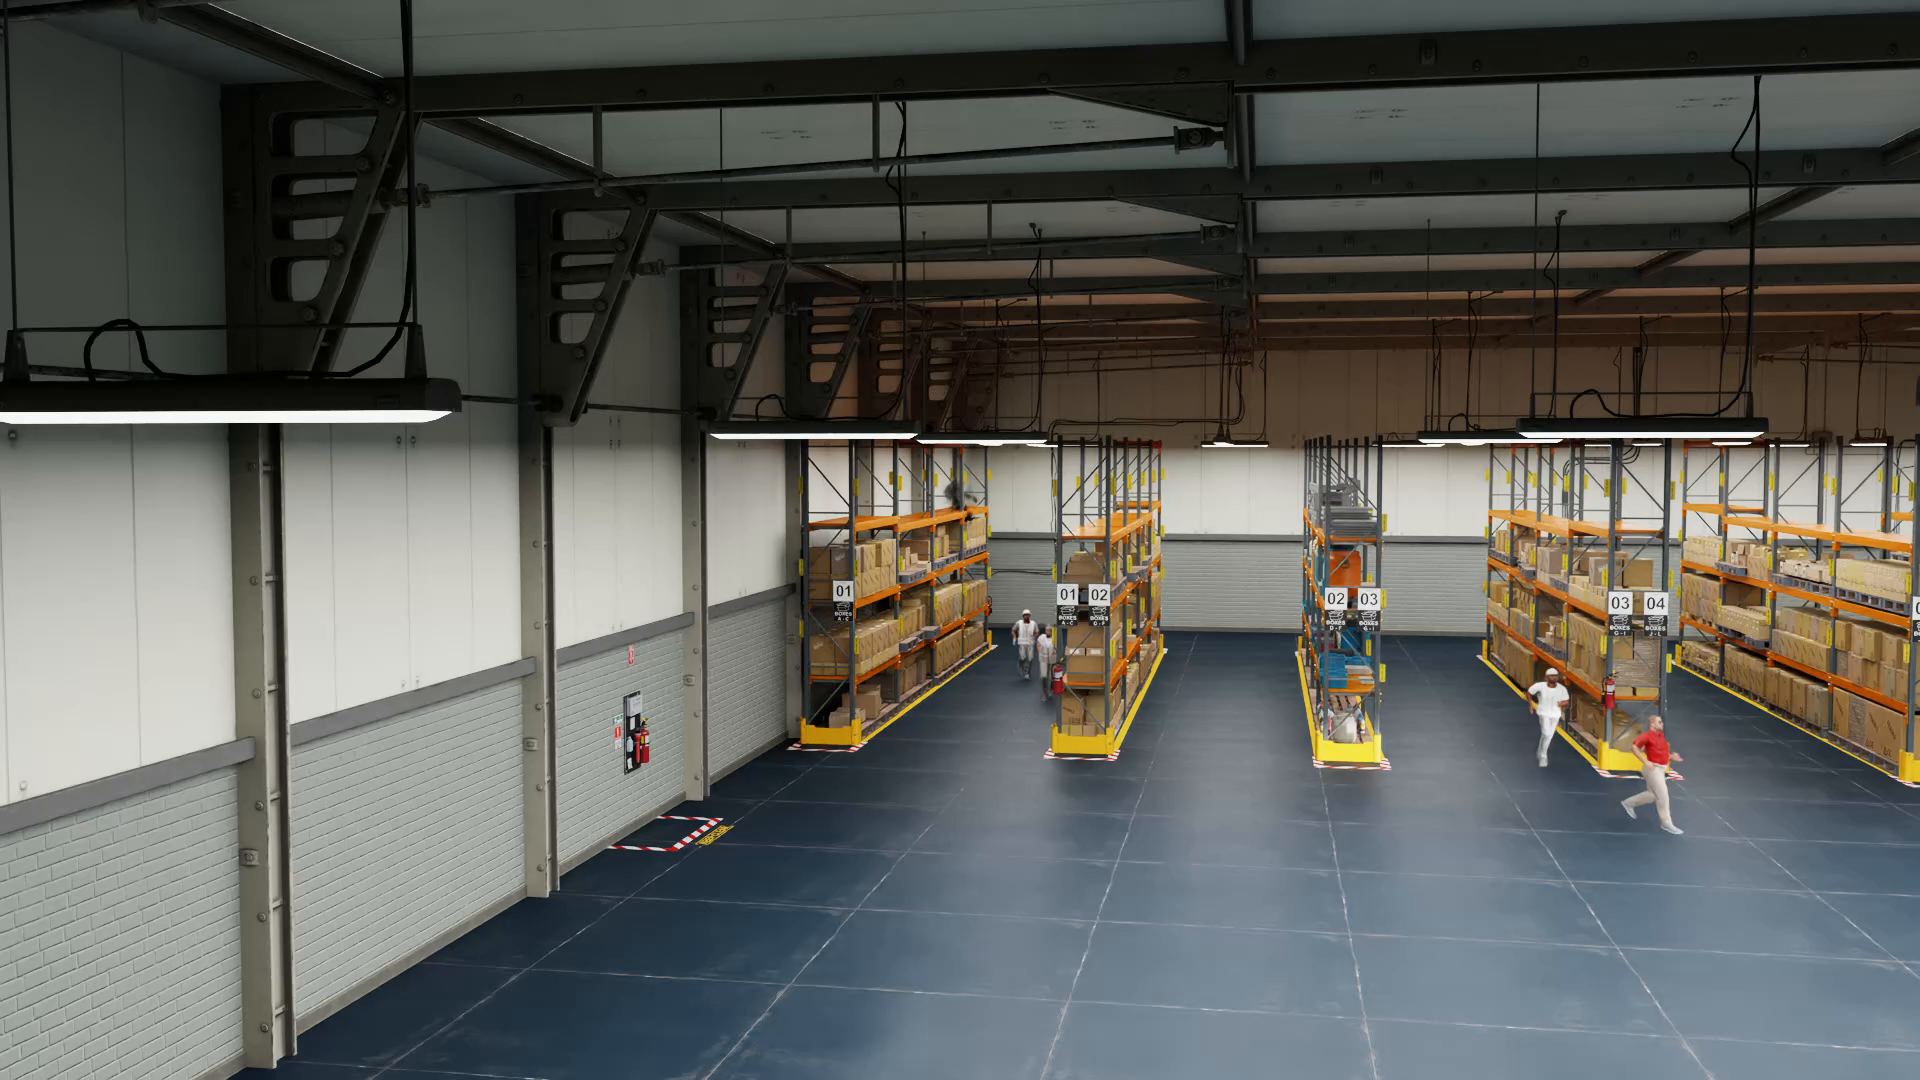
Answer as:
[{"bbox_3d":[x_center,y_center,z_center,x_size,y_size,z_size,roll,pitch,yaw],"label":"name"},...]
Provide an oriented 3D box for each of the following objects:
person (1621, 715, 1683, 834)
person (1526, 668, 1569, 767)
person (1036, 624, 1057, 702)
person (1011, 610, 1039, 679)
[{"bbox_3d":[10.451,3.510,25.097,0.951,1.737,0.664,3,4,41],"label":"person"},{"bbox_3d":[10.715,3.229,30.274,0.684,1.823,0.725,0,3,-3],"label":"person"},{"bbox_3d":[2.039,2.807,38.044,0.570,1.821,0.849,0,3,1],"label":"person"},{"bbox_3d":[1.650,2.606,41.418,0.676,1.736,0.597,0,3,-6],"label":"person"}]
